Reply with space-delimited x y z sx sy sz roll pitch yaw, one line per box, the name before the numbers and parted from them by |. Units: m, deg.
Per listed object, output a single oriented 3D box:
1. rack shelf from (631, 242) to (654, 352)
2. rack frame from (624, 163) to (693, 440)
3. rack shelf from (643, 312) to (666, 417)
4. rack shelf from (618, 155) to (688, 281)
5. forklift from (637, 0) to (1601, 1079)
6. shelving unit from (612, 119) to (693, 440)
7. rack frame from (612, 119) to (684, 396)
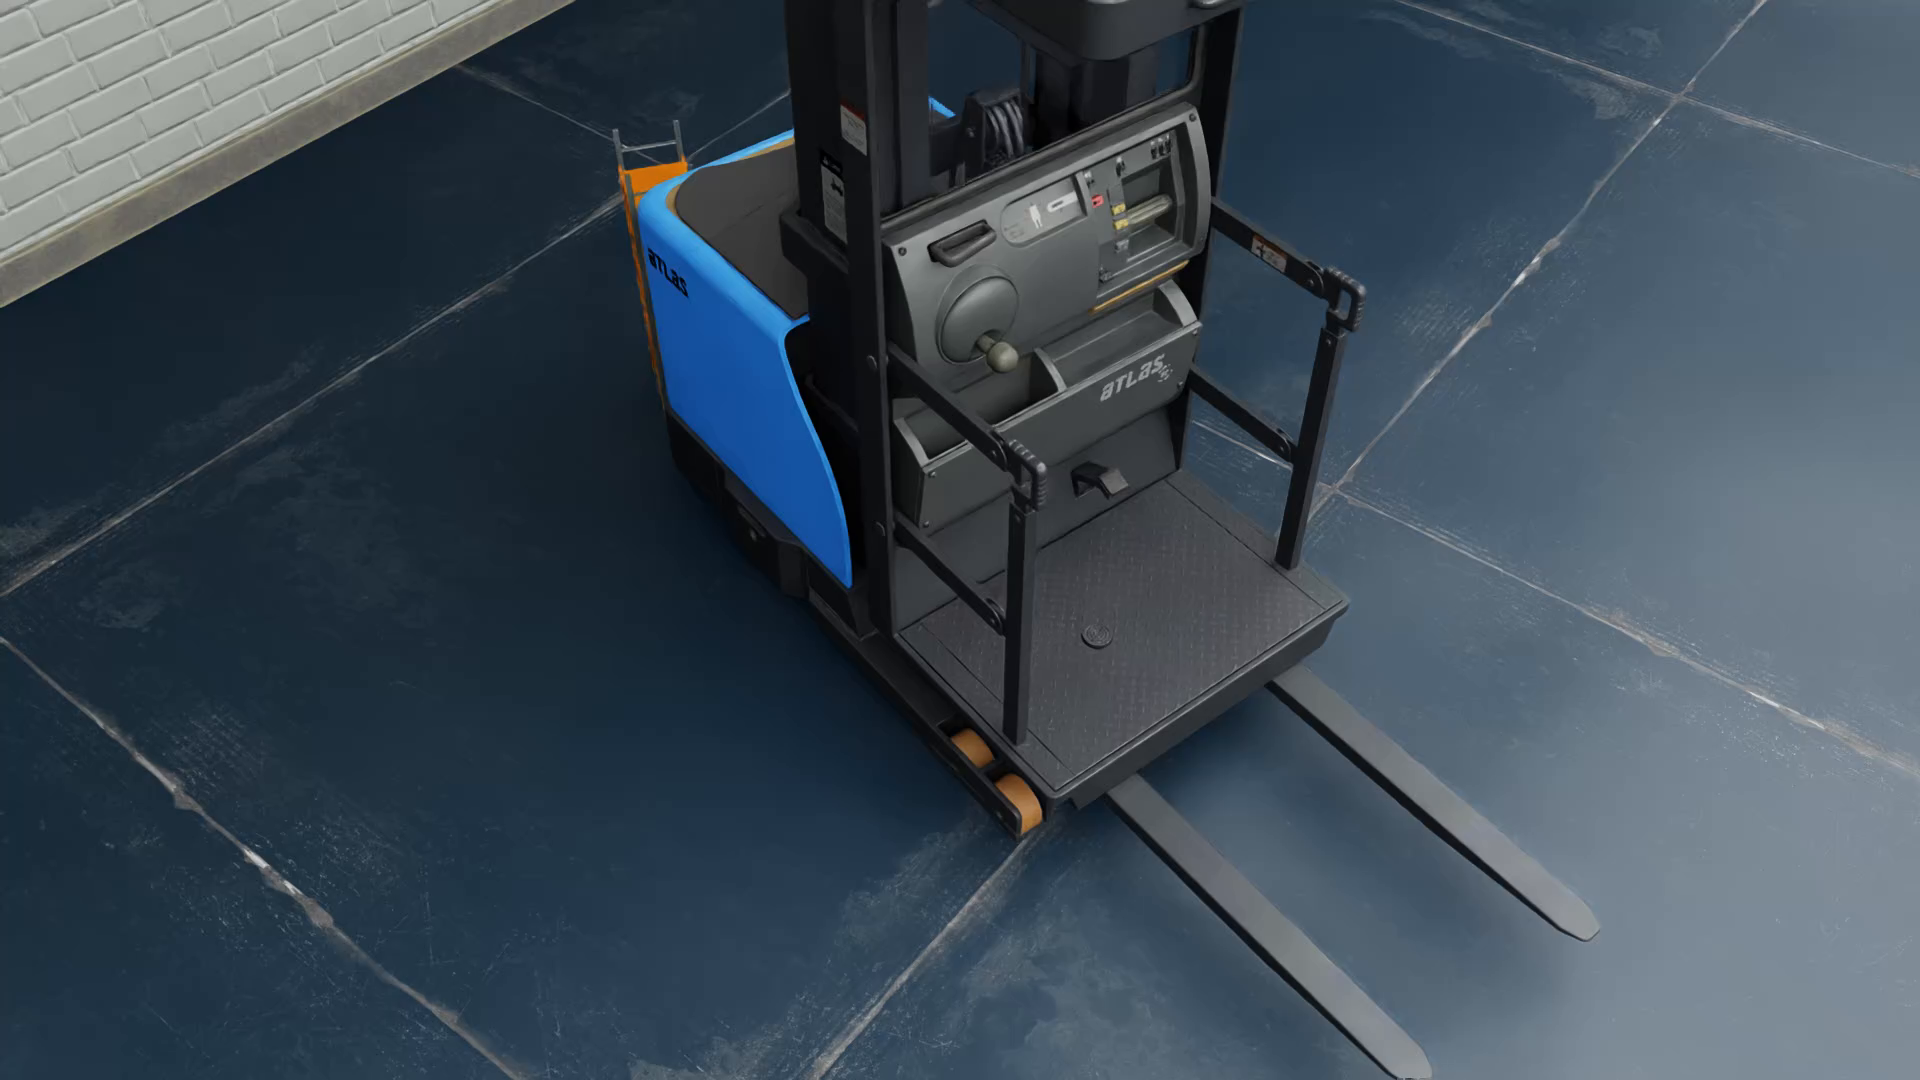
rack shelf | -0.909 -0.790 5.293 0.215 0.259 0.240 -12 47 -11
rack frame | -0.875 -0.712 5.204 0.200 1.050 0.008 -12 47 -11
rack shelf | -0.909 -0.598 5.494 0.215 0.259 0.240 -12 47 -11
rack shelf | -0.909 -0.986 5.088 0.215 0.259 0.240 -12 47 -11
forklift | 0.366 -0.629 3.824 1.130 2.935 3.031 -29 53 -25
shelving unit | -0.909 -0.797 5.285 0.215 1.050 0.252 -12 47 -11
rack frame | -0.943 -0.882 5.366 0.200 1.050 0.008 -12 47 -11
